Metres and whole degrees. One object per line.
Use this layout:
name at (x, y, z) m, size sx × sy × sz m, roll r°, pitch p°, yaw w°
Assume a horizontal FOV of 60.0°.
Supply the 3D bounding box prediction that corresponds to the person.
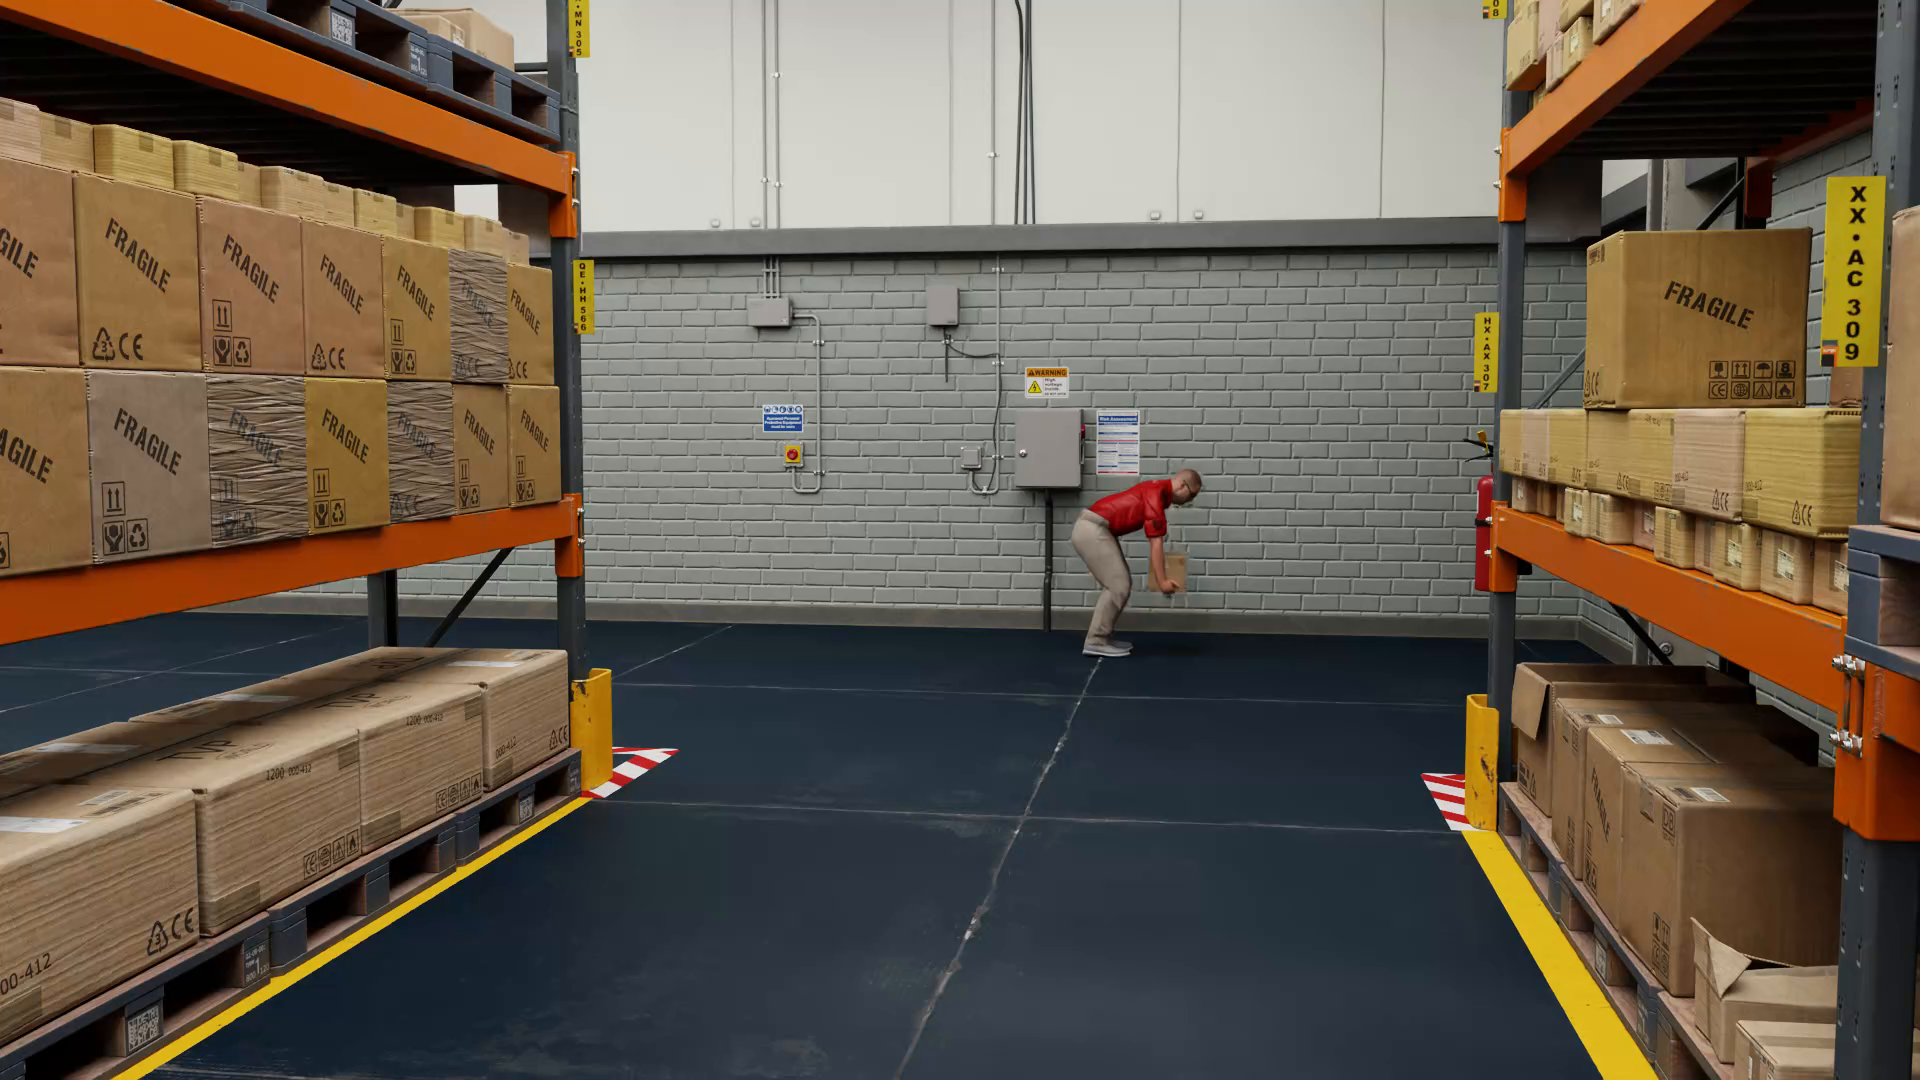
person at (1.225, 0.153, 11.571) m, size 0.898 × 1.301 × 0.492 m, roll 1°, pitch 4°, yaw 7°
